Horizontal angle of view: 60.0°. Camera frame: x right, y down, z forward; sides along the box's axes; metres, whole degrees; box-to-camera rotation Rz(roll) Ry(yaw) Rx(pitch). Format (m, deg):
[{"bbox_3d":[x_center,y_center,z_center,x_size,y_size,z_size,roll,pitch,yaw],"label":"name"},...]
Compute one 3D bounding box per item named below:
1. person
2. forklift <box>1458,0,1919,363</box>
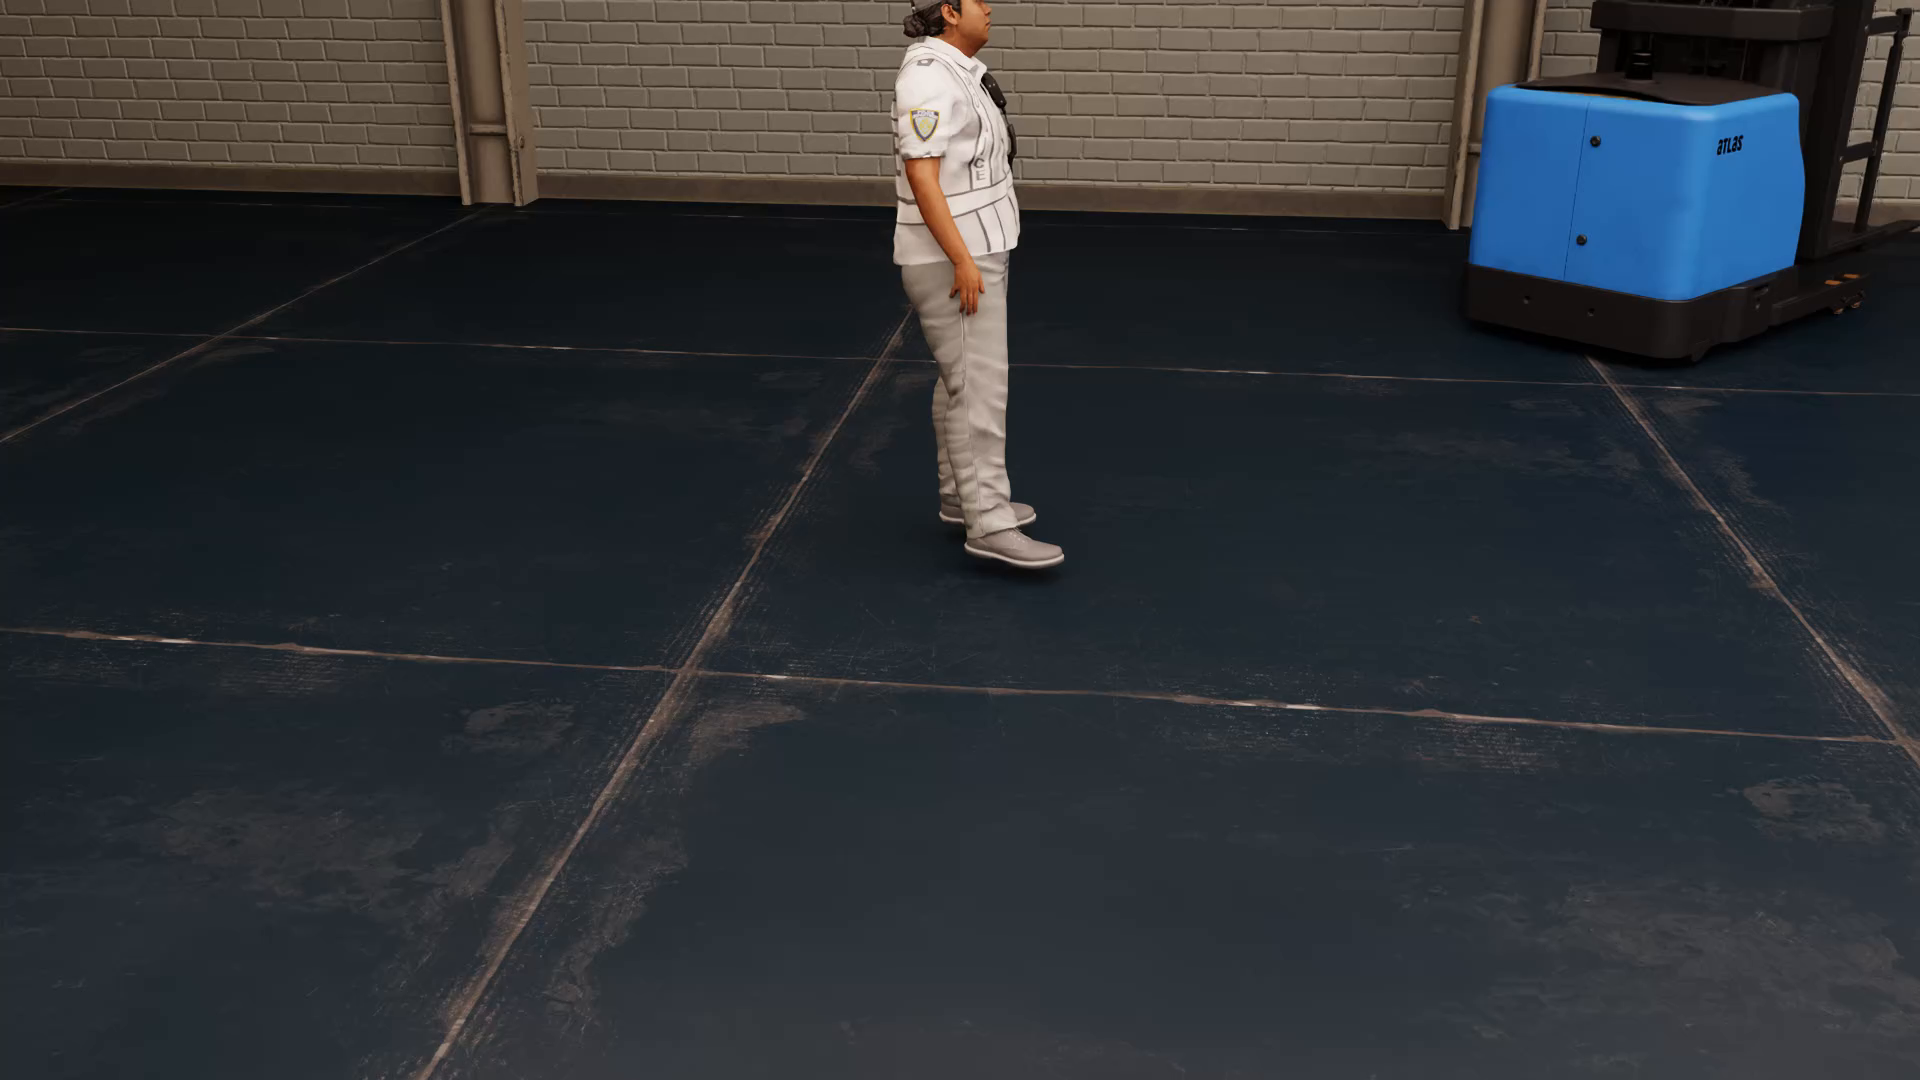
[{"bbox_3d":[0.073,-0.805,4.819,0.529,1.670,0.598,3,22,7],"label":"person"},{"bbox_3d":[3.693,-2.542,7.565,3.031,2.935,1.130,-18,28,-38],"label":"forklift"}]
